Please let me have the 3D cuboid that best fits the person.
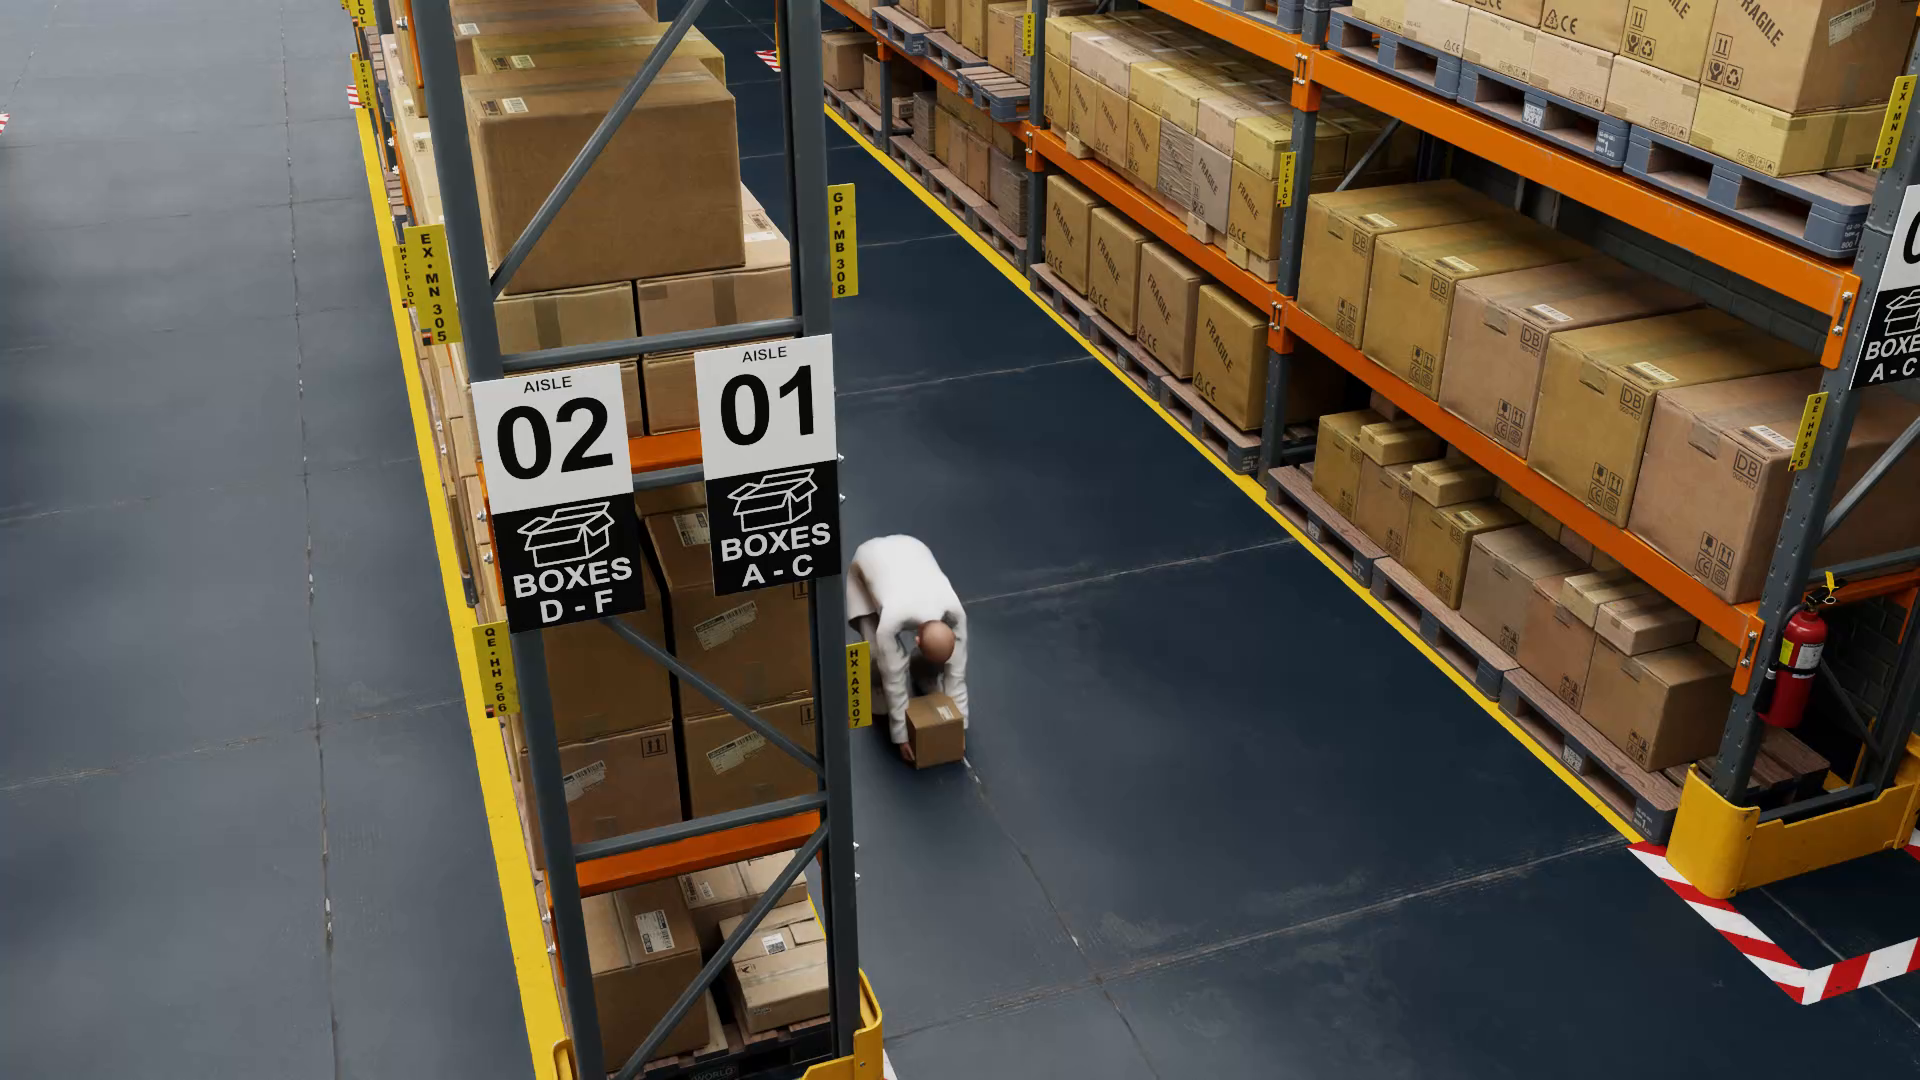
[{"bbox_3d":[-0.251,0.501,8.375,0.595,0.923,0.950,-10,31,-17],"label":"person"}]
